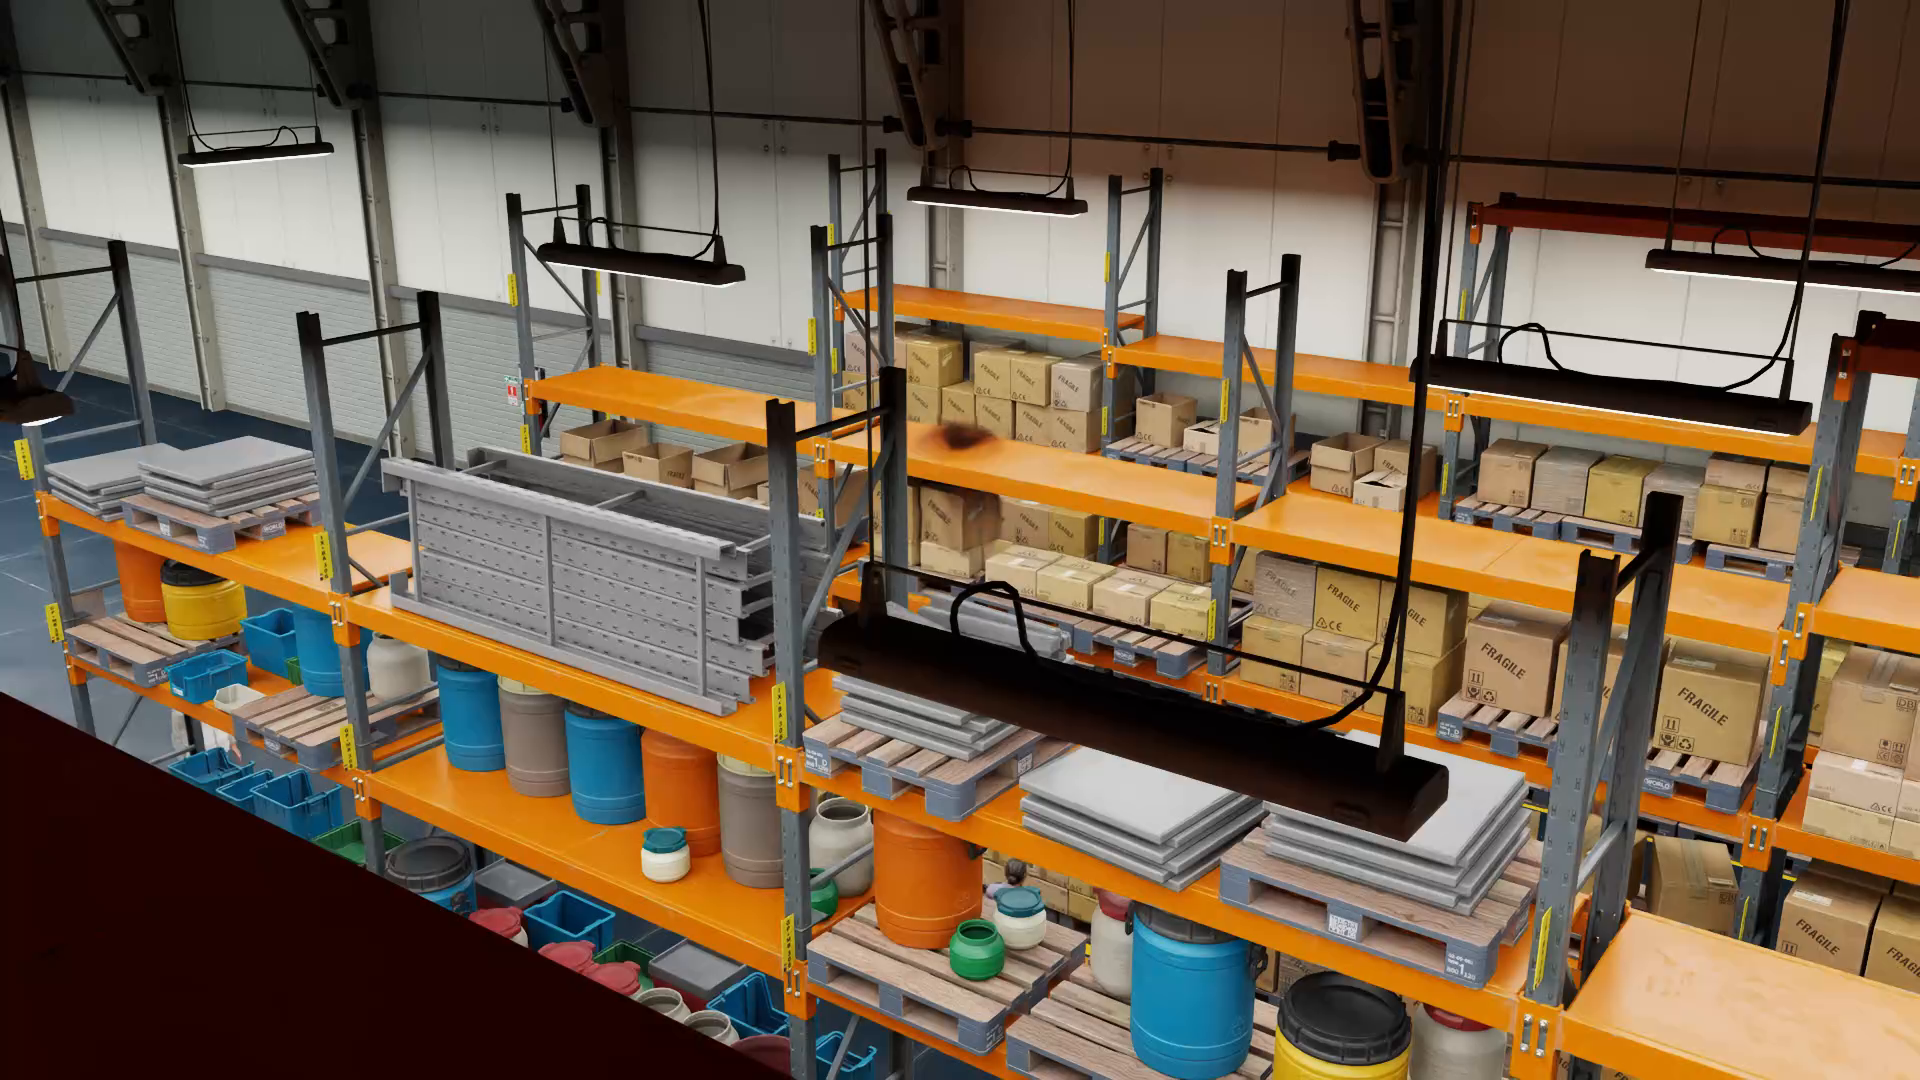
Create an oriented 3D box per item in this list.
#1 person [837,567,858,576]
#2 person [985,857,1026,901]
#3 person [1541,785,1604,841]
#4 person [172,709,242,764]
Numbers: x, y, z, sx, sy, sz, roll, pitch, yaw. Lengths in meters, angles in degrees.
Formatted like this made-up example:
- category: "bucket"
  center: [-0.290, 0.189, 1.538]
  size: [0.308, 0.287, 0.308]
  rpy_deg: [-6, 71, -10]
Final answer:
- category: "person"
  center: [-1.482, 0.612, 20.621]
  size: [0.499, 1.671, 0.614]
  rpy_deg: [-9, 20, -25]
- category: "person"
  center: [0.423, 3.199, 12.943]
  size: [0.485, 1.660, 0.327]
  rpy_deg: [15, 24, 38]
- category: "person"
  center: [5.707, 2.366, 15.385]
  size: [1.033, 1.670, 0.554]
  rpy_deg: [10, 21, 27]
- category: "person"
  center: [-7.279, 2.123, 16.111]
  size: [0.517, 1.769, 0.560]
  rpy_deg: [11, 22, 31]
